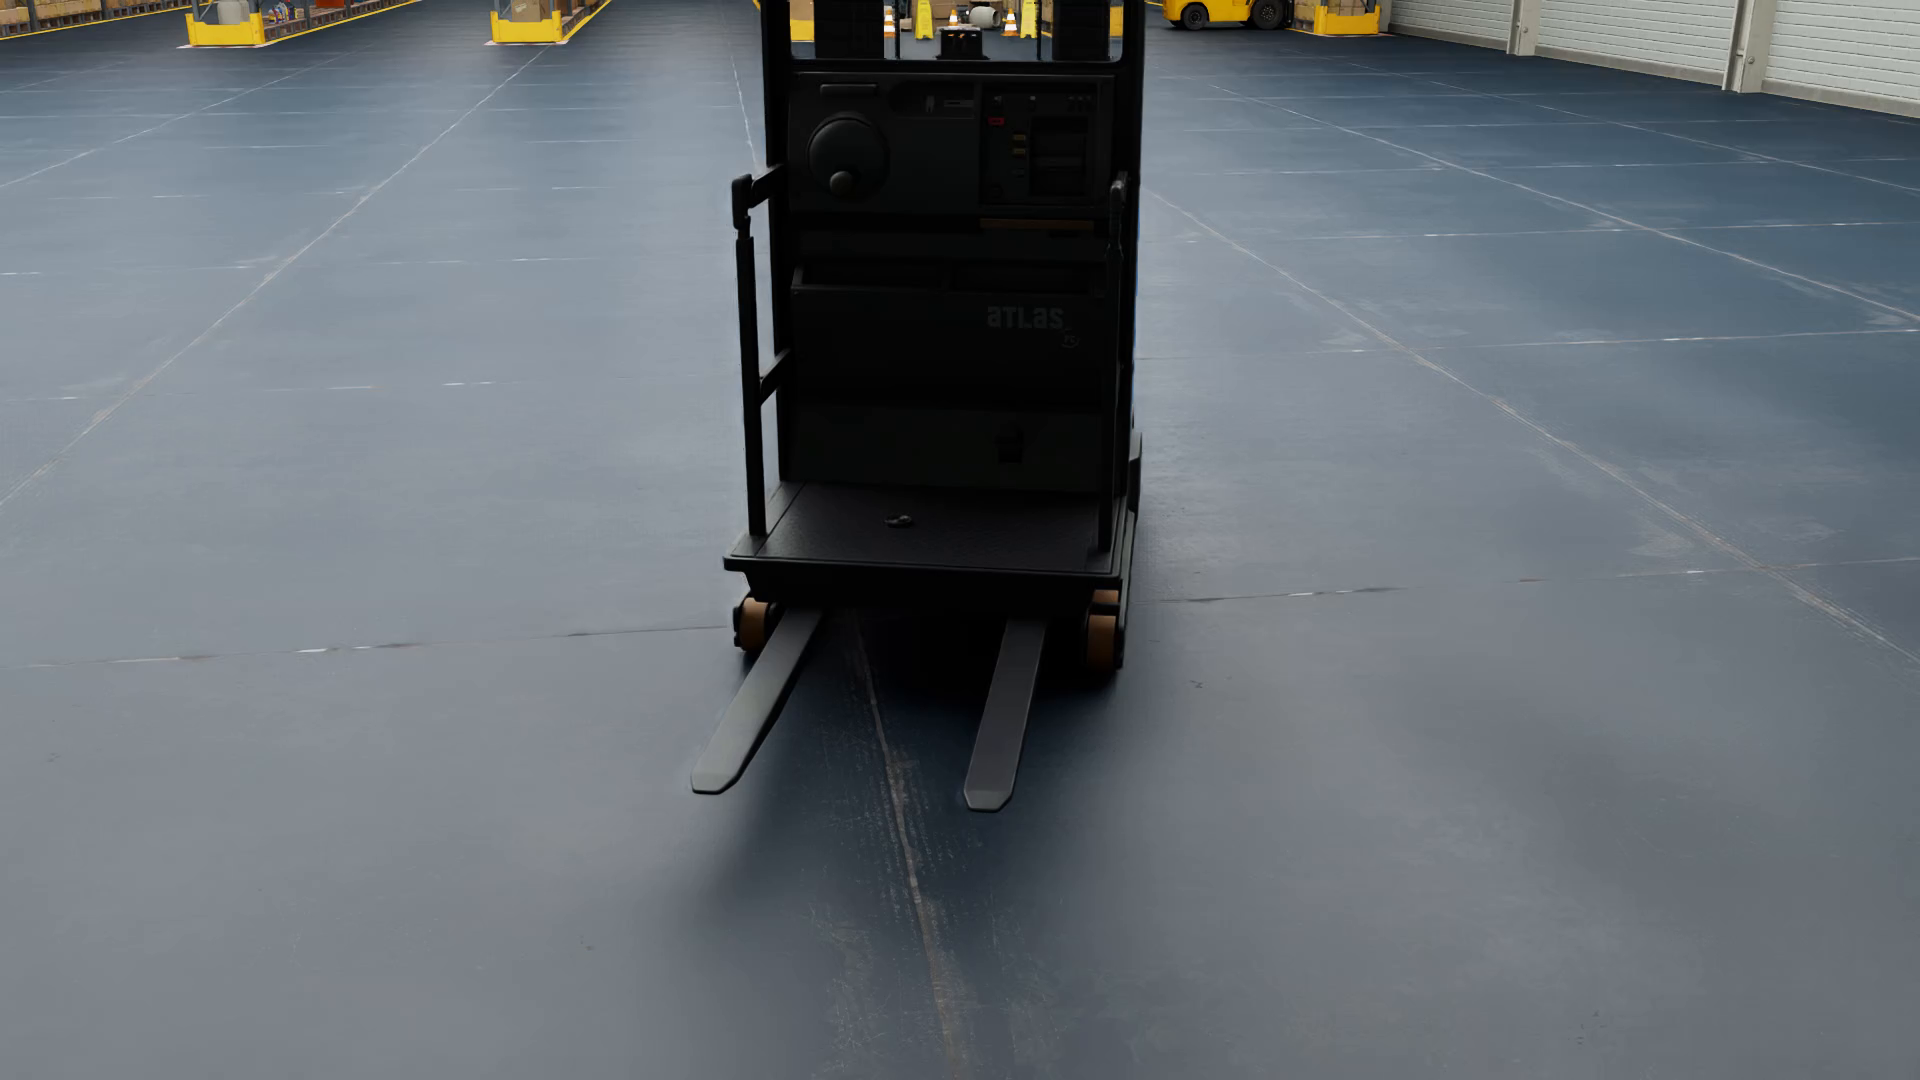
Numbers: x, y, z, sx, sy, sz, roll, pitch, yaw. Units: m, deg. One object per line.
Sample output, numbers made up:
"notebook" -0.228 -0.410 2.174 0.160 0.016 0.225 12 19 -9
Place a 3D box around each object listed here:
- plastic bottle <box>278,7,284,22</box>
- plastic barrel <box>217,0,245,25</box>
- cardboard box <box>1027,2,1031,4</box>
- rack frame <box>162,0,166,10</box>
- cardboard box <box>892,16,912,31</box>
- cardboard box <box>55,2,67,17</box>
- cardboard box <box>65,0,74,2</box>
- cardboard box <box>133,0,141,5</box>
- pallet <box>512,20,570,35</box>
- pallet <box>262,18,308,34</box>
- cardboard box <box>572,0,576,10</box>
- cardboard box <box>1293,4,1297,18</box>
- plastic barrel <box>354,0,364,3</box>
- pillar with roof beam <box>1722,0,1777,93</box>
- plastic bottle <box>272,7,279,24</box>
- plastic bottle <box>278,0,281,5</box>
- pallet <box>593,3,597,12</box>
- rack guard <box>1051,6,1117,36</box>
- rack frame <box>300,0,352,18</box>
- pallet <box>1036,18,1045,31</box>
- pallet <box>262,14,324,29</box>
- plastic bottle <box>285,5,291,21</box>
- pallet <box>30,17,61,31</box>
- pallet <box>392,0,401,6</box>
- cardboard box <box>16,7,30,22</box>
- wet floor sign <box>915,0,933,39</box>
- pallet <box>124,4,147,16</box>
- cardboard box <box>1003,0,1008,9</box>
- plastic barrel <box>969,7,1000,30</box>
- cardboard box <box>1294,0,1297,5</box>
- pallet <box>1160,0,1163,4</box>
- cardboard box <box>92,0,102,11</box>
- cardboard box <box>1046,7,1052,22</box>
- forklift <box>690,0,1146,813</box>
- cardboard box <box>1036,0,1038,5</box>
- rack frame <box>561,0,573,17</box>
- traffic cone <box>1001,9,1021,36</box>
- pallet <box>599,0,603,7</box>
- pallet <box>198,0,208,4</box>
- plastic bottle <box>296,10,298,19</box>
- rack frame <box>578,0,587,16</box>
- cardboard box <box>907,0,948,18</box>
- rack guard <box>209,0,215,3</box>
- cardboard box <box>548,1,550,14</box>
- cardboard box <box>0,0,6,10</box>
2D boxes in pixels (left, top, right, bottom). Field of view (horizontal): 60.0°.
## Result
"plastic bottle" -12.480 -9.640 30.509 0.097 0.271 0.097 0 20 0
"plastic barrel" -12.605 -9.100 28.749 0.421 0.512 0.421 0 20 0
"cardboard box" 1.603 -10.486 32.834 0.500 0.250 0.500 -2 21 -5
"rack frame" -19.066 -13.751 38.246 1.000 3.000 0.127 -3 21 -8
"cardboard box" -1.117 -9.912 31.874 0.396 0.266 0.258 1 20 2
"cardboard box" -17.876 -10.398 32.599 0.500 0.250 0.500 -4 21 -9
"cardboard box" -17.949 -10.840 32.982 0.500 0.311 0.500 -2 21 -6
"cardboard box" -18.501 -12.109 36.793 0.500 0.500 0.500 -4 21 -10
"pallet" -7.799 -9.519 30.901 1.003 0.211 1.213 -3 21 -8
"pallet" -12.955 -9.689 31.355 1.003 0.211 1.213 -3 21 -8
"cardboard box" -8.389 -11.281 34.577 0.700 0.500 0.500 -1 21 -3
"cardboard box" 6.679 -10.248 32.196 0.500 0.250 0.500 -3 21 -7
"plastic barrel" -14.000 -12.779 38.042 0.600 0.901 0.708 -3 21 -8
"pillar with roof beam" 5.446 -9.571 18.481 9.100 9.000 0.400 -3 21 -8
"plastic bottle" -12.402 -9.501 30.121 0.061 0.283 0.133 -3 21 -7
"plastic bottle" -12.776 -9.979 31.305 0.144 0.351 0.185 -3 21 -8
"pallet" -8.898 -12.256 38.230 1.003 0.211 1.213 -3 21 -8
"rack guard" 2.262 -9.450 30.303 1.175 0.500 0.348 -3 21 -8
"rack frame" -13.588 -12.615 35.204 1.000 3.000 0.127 -3 21 -8
"pallet" 2.008 -10.019 32.239 1.003 0.211 1.213 -3 21 -8
"pallet" -13.163 -10.193 32.706 1.003 0.211 1.213 -3 21 -8
"plastic bottle" -12.540 -9.834 31.013 0.061 0.283 0.133 -2 21 -4
"pallet" -18.058 -9.928 31.996 1.003 0.211 1.213 -3 21 -8
"pallet" -14.488 -13.369 41.210 1.003 0.211 1.213 -3 21 -8
"cardboard box" -17.630 -9.740 30.838 0.500 0.250 0.500 -3 21 -8
"wet floor sign" -0.647 -9.297 29.685 0.267 0.644 0.232 -7 21 -17
"pallet" -18.732 -11.742 36.852 1.003 0.211 1.213 -3 21 -8
"cardboard box" 1.410 -11.616 35.685 0.950 0.372 0.625 -2 21 -6
"plastic barrel" 0.478 -10.026 31.956 0.512 0.421 0.421 12 24 30
"cardboard box" 6.648 -10.494 32.140 0.500 0.250 0.500 -3 21 -9
"pallet" 5.610 -13.415 41.332 1.003 0.211 1.213 -3 21 -8
"cardboard box" -18.172 -11.105 34.491 0.500 0.250 0.500 -2 21 -6
"cardboard box" 1.887 -9.778 30.938 0.500 0.250 0.500 -3 21 -8
"forklift" -0.055 -1.128 4.547 1.130 2.935 3.031 3 21 7
"cardboard box" 1.755 -10.474 31.731 0.500 0.500 0.500 -3 21 -9
"rack frame" -8.110 -11.480 32.165 1.000 3.000 0.127 -3 21 -8
"traffic cone" 0.935 -9.490 30.463 0.336 0.463 0.334 -3 21 -8
"pallet" -9.295 -13.210 40.784 1.003 0.211 1.213 -3 21 -8
"pallet" -19.516 -13.527 41.633 1.003 0.211 1.213 -3 21 -8
"plastic bottle" -12.650 -10.015 31.614 0.097 0.201 0.097 0 20 0
"rack frame" -8.686 -12.864 35.873 1.000 3.000 0.127 -3 21 -8
"cardboard box" -0.628 -10.292 32.360 0.797 0.637 0.503 -3 21 -8
"rack guard" -19.632 -13.939 42.321 1.175 0.500 0.348 -3 21 -8
"cardboard box" -7.798 -9.760 30.534 0.500 0.500 0.500 -1 21 -3
"cardboard box" -17.494 -9.745 29.778 0.500 0.500 0.500 -3 21 -8
